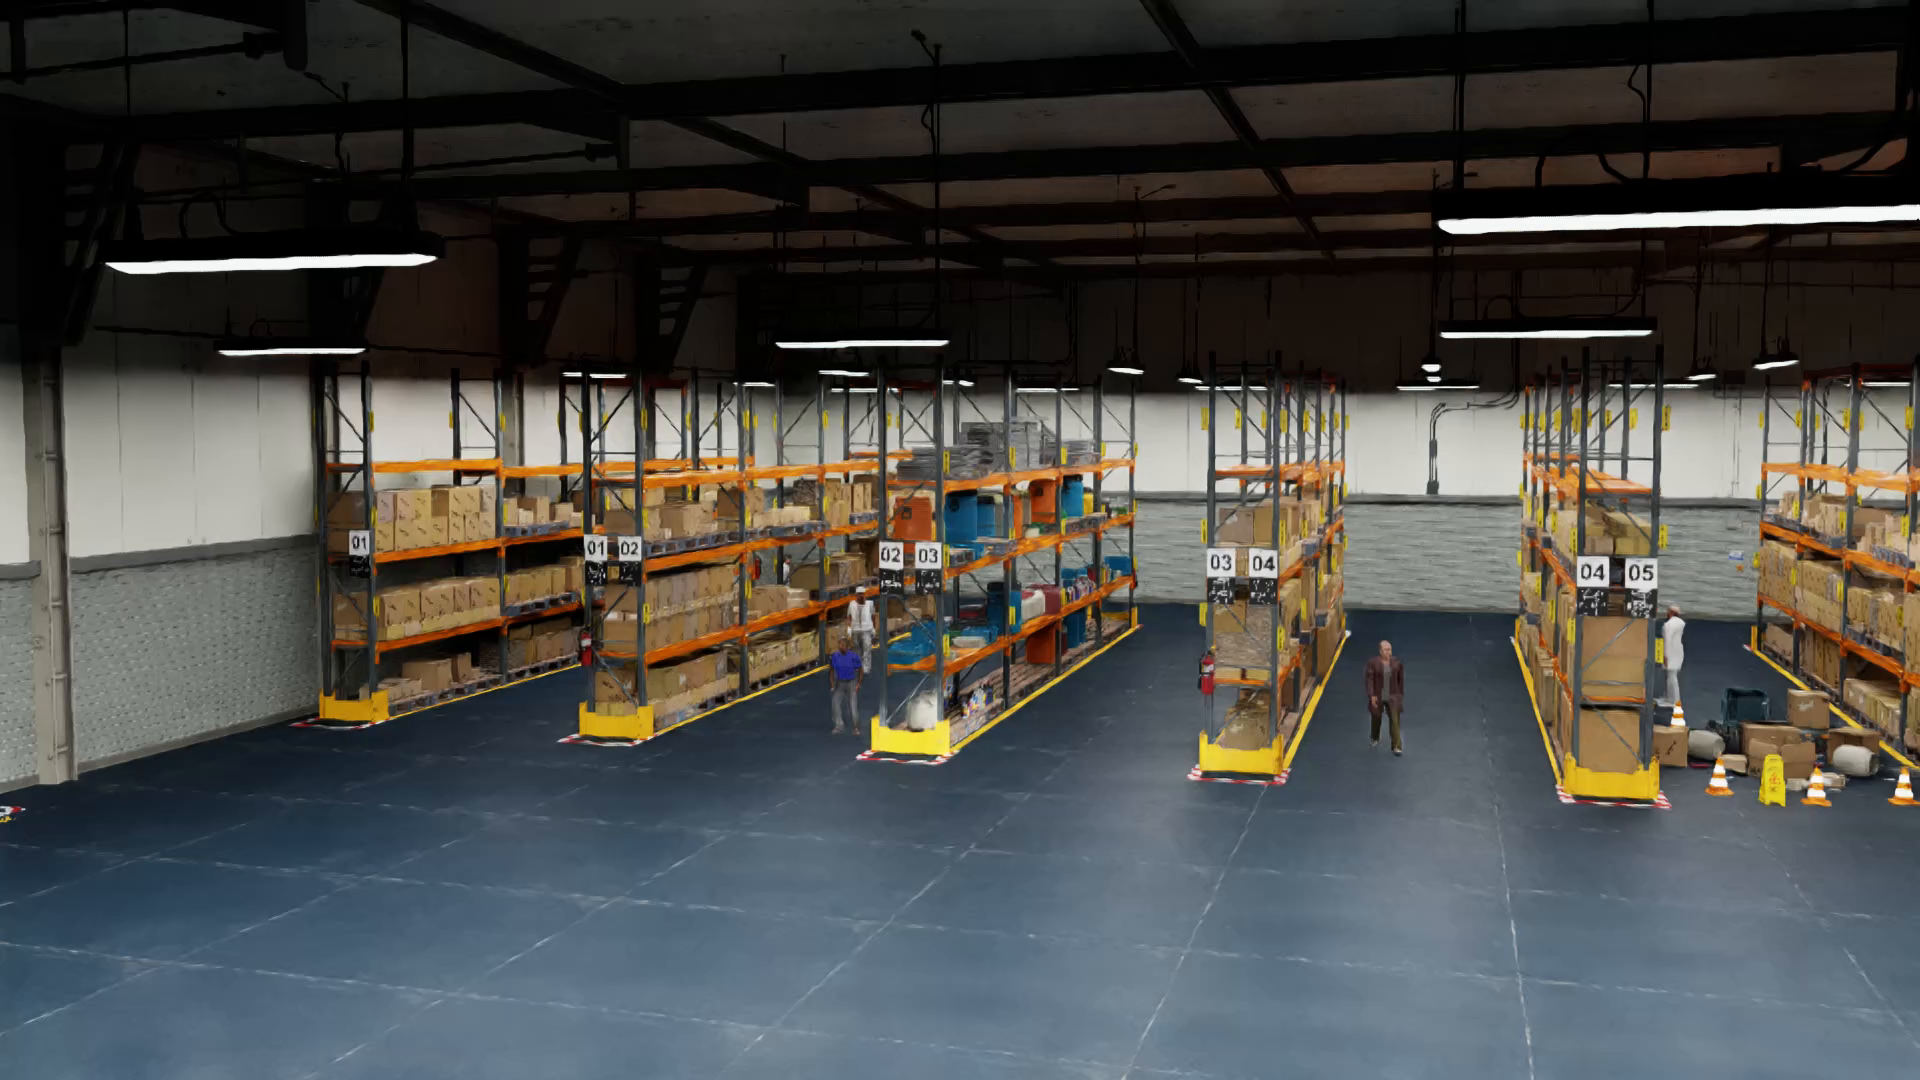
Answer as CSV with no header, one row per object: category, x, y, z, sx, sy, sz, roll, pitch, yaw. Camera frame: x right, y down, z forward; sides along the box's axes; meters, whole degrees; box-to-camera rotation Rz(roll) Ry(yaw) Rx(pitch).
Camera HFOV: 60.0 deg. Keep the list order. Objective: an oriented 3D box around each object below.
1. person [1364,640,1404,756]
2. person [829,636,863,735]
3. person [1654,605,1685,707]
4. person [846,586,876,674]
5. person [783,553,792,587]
person,6.384,2.346,25.003,0.607,1.699,1.170,1,4,7
person,-1.815,2.316,26.506,0.593,1.603,0.511,1,4,16
person,12.422,2.016,29.140,0.631,1.781,0.555,-4,6,-43
person,-1.968,1.772,33.007,0.554,1.724,1.029,1,4,8
person,-4.328,1.173,41.646,0.367,1.684,0.602,1,4,16
